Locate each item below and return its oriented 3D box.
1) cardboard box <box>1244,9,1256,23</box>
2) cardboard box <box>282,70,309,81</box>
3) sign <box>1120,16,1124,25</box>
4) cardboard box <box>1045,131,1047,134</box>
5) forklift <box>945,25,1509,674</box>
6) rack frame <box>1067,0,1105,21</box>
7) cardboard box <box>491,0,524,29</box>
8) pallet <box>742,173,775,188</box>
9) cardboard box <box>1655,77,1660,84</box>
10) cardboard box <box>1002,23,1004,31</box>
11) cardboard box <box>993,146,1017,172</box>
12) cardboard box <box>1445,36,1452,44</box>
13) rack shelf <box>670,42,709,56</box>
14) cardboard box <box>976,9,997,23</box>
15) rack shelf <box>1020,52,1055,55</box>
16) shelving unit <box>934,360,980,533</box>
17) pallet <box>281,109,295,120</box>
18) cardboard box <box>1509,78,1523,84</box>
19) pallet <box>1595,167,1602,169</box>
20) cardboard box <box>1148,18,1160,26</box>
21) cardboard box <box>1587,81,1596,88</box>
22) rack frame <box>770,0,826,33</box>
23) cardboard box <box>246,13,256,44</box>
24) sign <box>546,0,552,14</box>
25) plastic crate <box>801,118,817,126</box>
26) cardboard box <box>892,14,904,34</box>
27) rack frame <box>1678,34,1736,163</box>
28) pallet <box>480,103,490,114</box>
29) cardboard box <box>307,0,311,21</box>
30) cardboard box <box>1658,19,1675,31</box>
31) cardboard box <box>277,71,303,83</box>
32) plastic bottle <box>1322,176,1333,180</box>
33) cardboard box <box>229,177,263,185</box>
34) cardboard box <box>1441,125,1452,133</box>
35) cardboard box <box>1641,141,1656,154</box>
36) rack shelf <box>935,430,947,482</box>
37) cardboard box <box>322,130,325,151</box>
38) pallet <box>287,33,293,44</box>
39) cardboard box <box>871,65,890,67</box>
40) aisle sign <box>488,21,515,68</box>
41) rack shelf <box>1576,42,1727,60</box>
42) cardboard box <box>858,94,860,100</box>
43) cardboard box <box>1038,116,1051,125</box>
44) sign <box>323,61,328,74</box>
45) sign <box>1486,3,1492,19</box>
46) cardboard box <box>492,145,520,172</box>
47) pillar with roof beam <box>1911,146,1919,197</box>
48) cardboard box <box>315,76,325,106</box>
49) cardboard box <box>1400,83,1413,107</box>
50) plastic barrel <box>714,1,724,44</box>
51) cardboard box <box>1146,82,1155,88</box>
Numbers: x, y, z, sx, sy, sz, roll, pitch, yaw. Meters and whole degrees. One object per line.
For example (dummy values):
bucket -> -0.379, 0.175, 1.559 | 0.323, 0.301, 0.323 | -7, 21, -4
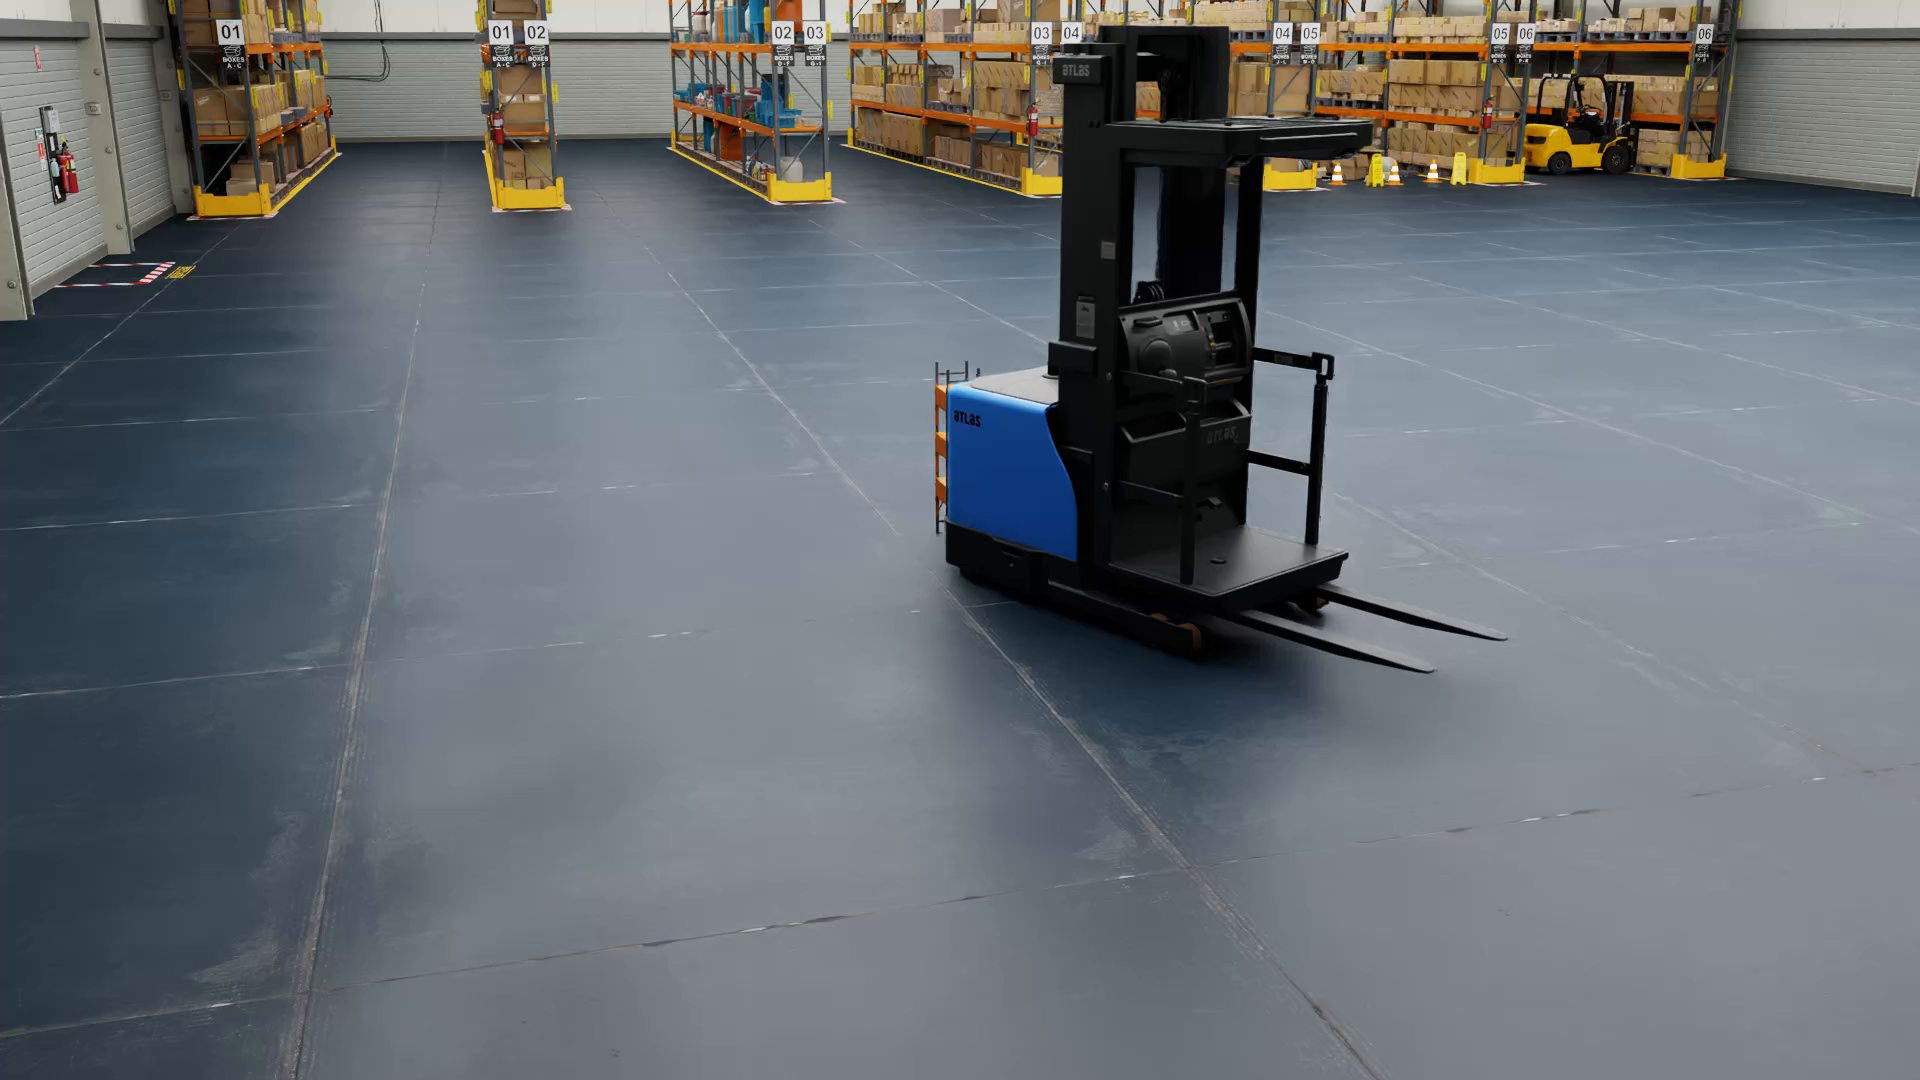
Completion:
cardboard box -> 6.074, -10.575, 33.568 | 0.500, 0.250, 0.500 | -5, 17, -15
cardboard box -> -15.263, -10.655, 38.180 | 0.500, 0.250, 0.500 | -4, 17, -14
sign -> 3.893, -12.422, 39.978 | 0.100, 0.325, 0.005 | -5, 17, -15
cardboard box -> 2.597, -11.372, 46.305 | 0.380, 0.149, 0.250 | -4, 17, -13
forklift -> 1.278, -1.000, 8.187 | 1.130, 2.935, 3.031 | -15, 22, -40
rack frame -> 3.316, -14.759, 43.445 | 1.000, 3.000, 0.127 | -5, 17, -15
cardboard box -> -8.476, -9.816, 31.048 | 0.797, 0.503, 0.637 | -3, 17, -9
pallet -> -3.900, -7.393, 34.197 | 1.003, 0.211, 1.213 | -5, 17, -15
cardboard box -> 15.624, -10.174, 36.789 | 0.380, 0.149, 0.250 | -5, 17, -15
cardboard box -> 1.060, -10.250, 33.216 | 0.380, 0.149, 0.250 | -6, 18, -18
cardboard box -> 0.954, -8.041, 35.124 | 0.500, 0.500, 0.500 | 1, 17, 2
cardboard box -> 10.654, -10.735, 35.700 | 0.380, 0.149, 0.250 | -5, 17, -17
rack shelf -> -6.792, -12.776, 43.306 | 1.077, 0.370, 4.000 | -5, 17, -15
cardboard box -> 0.684, -11.134, 35.681 | 0.797, 0.503, 0.637 | -6, 18, -18
rack shelf -> 2.767, -13.531, 45.822 | 1.077, 0.370, 4.000 | -5, 17, -15
shelving unit -> -0.015, -0.518, 9.850 | 0.215, 1.050, 0.252 | -5, 17, -15
pallet -> -14.086, -8.605, 33.717 | 1.003, 0.211, 1.213 | -5, 17, -15
cardboard box -> 14.075, -11.558, 41.915 | 0.380, 0.149, 0.250 | -5, 17, -15
pallet -> 15.196, -8.927, 39.305 | 1.003, 0.211, 1.213 | -5, 17, -15
cardboard box -> 4.682, -11.924, 38.472 | 0.500, 0.311, 0.500 | -5, 17, -16
cardboard box -> 14.926, -10.664, 38.938 | 0.380, 0.149, 0.250 | -4, 17, -14
rack frame -> -2.945, -10.684, 29.879 | 1.000, 3.000, 0.127 | -5, 17, -15
cardboard box -> -12.435, -8.786, 28.563 | 0.500, 0.500, 0.500 | -4, 17, -12
sign -> -7.173, -9.356, 29.013 | 0.100, 0.325, 0.005 | -5, 17, -15
plastic crate -> -2.881, -7.958, 31.688 | 0.298, 0.136, 0.250 | -5, 17, -15
cardboard box -> -1.311, -13.048, 42.058 | 0.700, 0.500, 0.500 | -4, 17, -14
rack frame -> 16.117, -9.380, 35.964 | 1.000, 3.000, 0.127 | -5, 17, -15
pallet -> -10.161, -9.723, 37.442 | 1.213, 0.211, 1.003 | -5, 17, -15
cardboard box -> -15.842, -12.681, 39.794 | 0.500, 0.500, 0.500 | -5, 17, -16
cardboard box -> 15.528, -11.276, 36.393 | 0.396, 0.266, 0.258 | -5, 17, -15
cardboard box -> -14.835, -10.232, 36.773 | 0.500, 0.250, 0.500 | -5, 17, -15
plastic bottle -> 7.900, -7.814, 35.860 | 0.133, 0.061, 0.283 | -12, 20, -34
cardboard box -> -12.731, -6.307, 29.644 | 0.500, 0.311, 0.500 | -3, 17, -11
cardboard box -> 10.644, -8.907, 36.009 | 0.380, 0.149, 0.250 | -4, 17, -14
cardboard box -> 15.556, -8.753, 37.057 | 0.500, 0.250, 0.500 | -5, 17, -16
rack shelf -> -0.015, -0.507, 9.853 | 0.215, 0.259, 0.240 | -5, 17, -15
cardboard box -> -16.302, -9.994, 41.625 | 0.700, 0.500, 0.500 | -5, 18, -17
pallet -> -13.925, -9.947, 32.964 | 1.213, 0.211, 1.003 | -5, 17, -15
cardboard box -> -2.193, -12.944, 46.270 | 0.500, 0.500, 0.500 | -4, 17, -15
aisle sign -> -7.973, -8.624, 28.930 | 0.394, 0.787, 0.004 | -5, 17, -15
rack shelf -> 15.568, -11.025, 37.477 | 1.077, 0.370, 4.000 | -5, 17, -15
cardboard box -> -2.584, -12.170, 45.690 | 0.380, 0.149, 0.250 | -5, 17, -16
cardboard box -> 1.541, -8.145, 32.290 | 0.380, 0.149, 0.250 | -5, 17, -15
sign -> -16.342, -12.161, 42.797 | 0.100, 0.325, 0.005 | -5, 17, -15
sign -> 10.807, -10.808, 33.967 | 0.100, 0.325, 0.005 | -5, 17, -15
cardboard box -> -8.567, -7.203, 31.462 | 0.500, 0.500, 0.500 | -5, 17, -15
pillar with roof beam -> 14.302, -10.517, 29.321 | 9.100, 9.000, 0.400 | -5, 17, -15
cardboard box -> -16.507, -11.257, 41.691 | 0.980, 0.700, 0.700 | -5, 17, -16
cardboard box -> 10.260, -10.002, 37.345 | 0.500, 0.500, 0.500 | -5, 17, -15
plastic barrel -> -5.126, -11.456, 36.792 | 0.600, 0.901, 0.600 | 0, 17, 0
cardboard box -> 4.813, -10.900, 39.113 | 0.700, 0.500, 0.500 | -5, 17, -16
